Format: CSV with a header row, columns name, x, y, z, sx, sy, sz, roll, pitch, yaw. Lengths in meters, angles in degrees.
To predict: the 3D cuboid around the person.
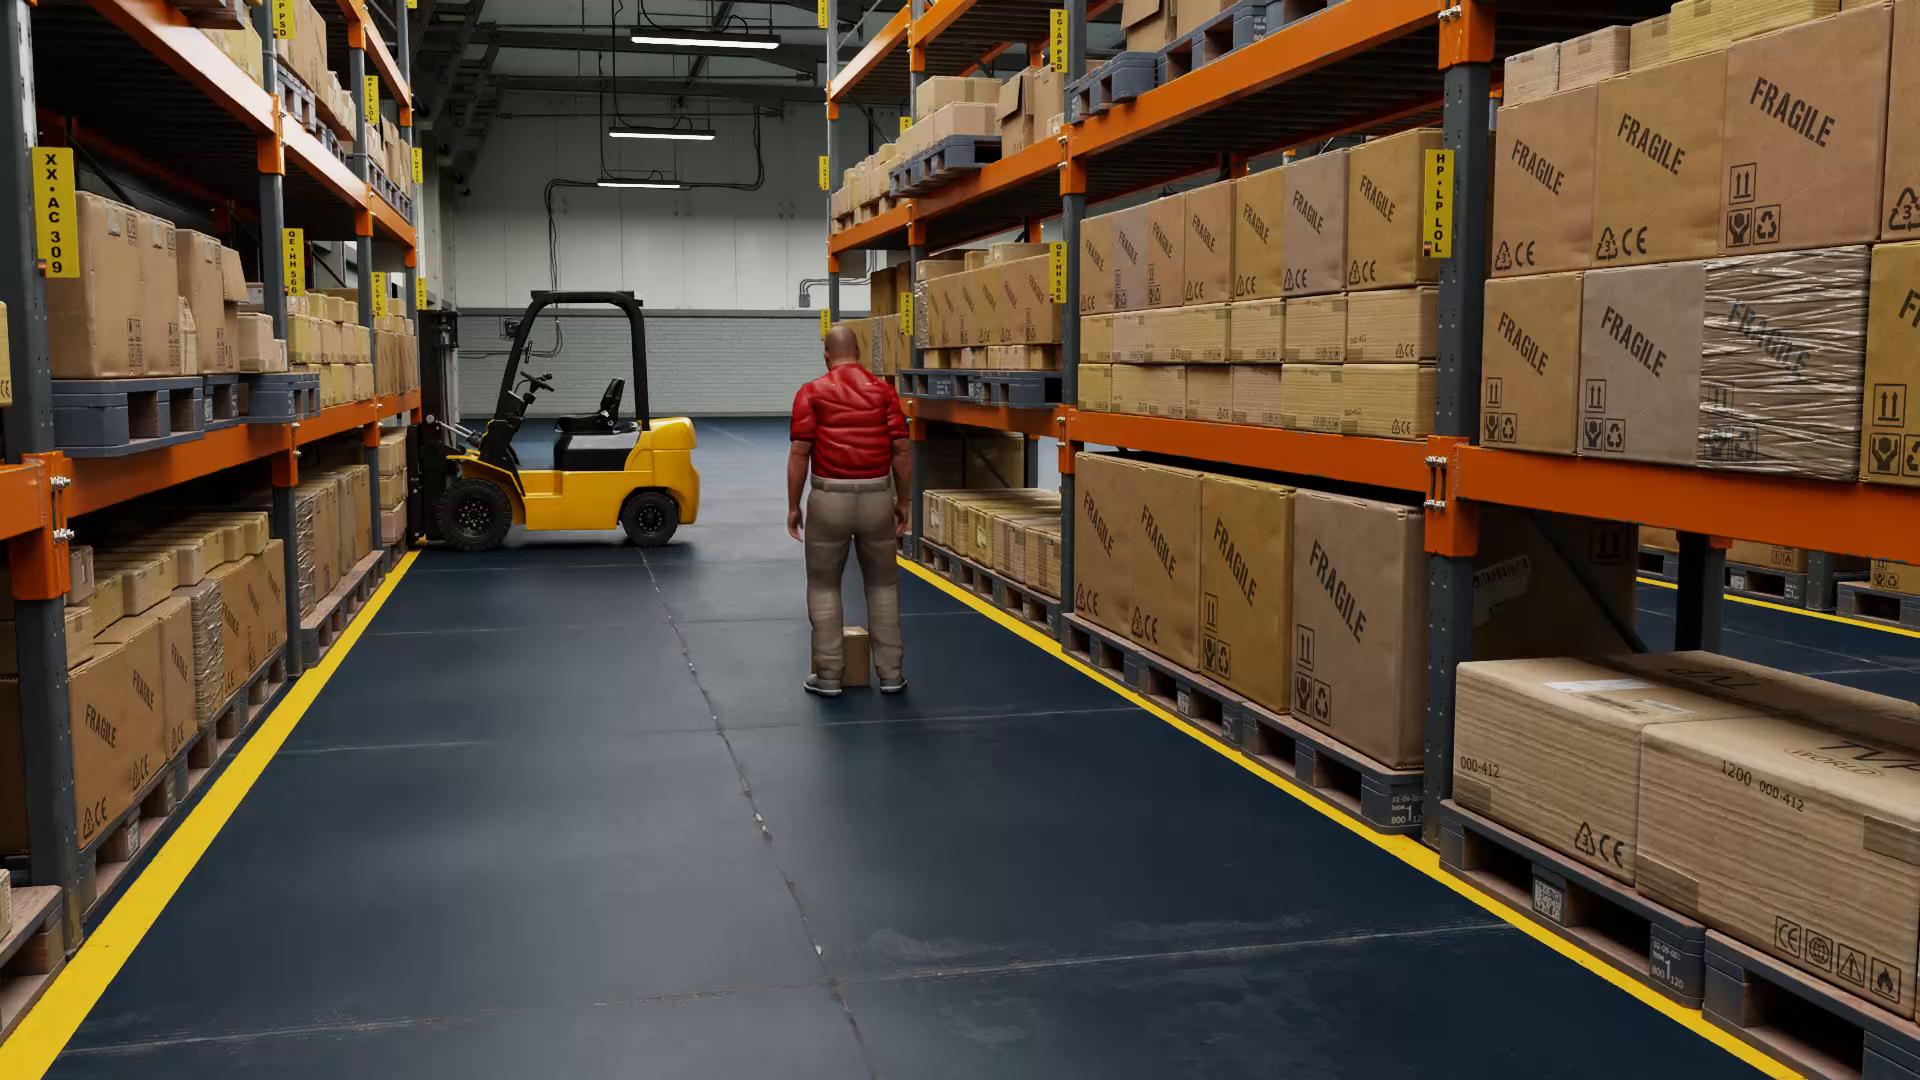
name,x,y,z,sx,sy,sz,roll,pitch,yaw
person,-0.520,-0.139,7.817,0.590,1.726,0.388,-2,6,-14
